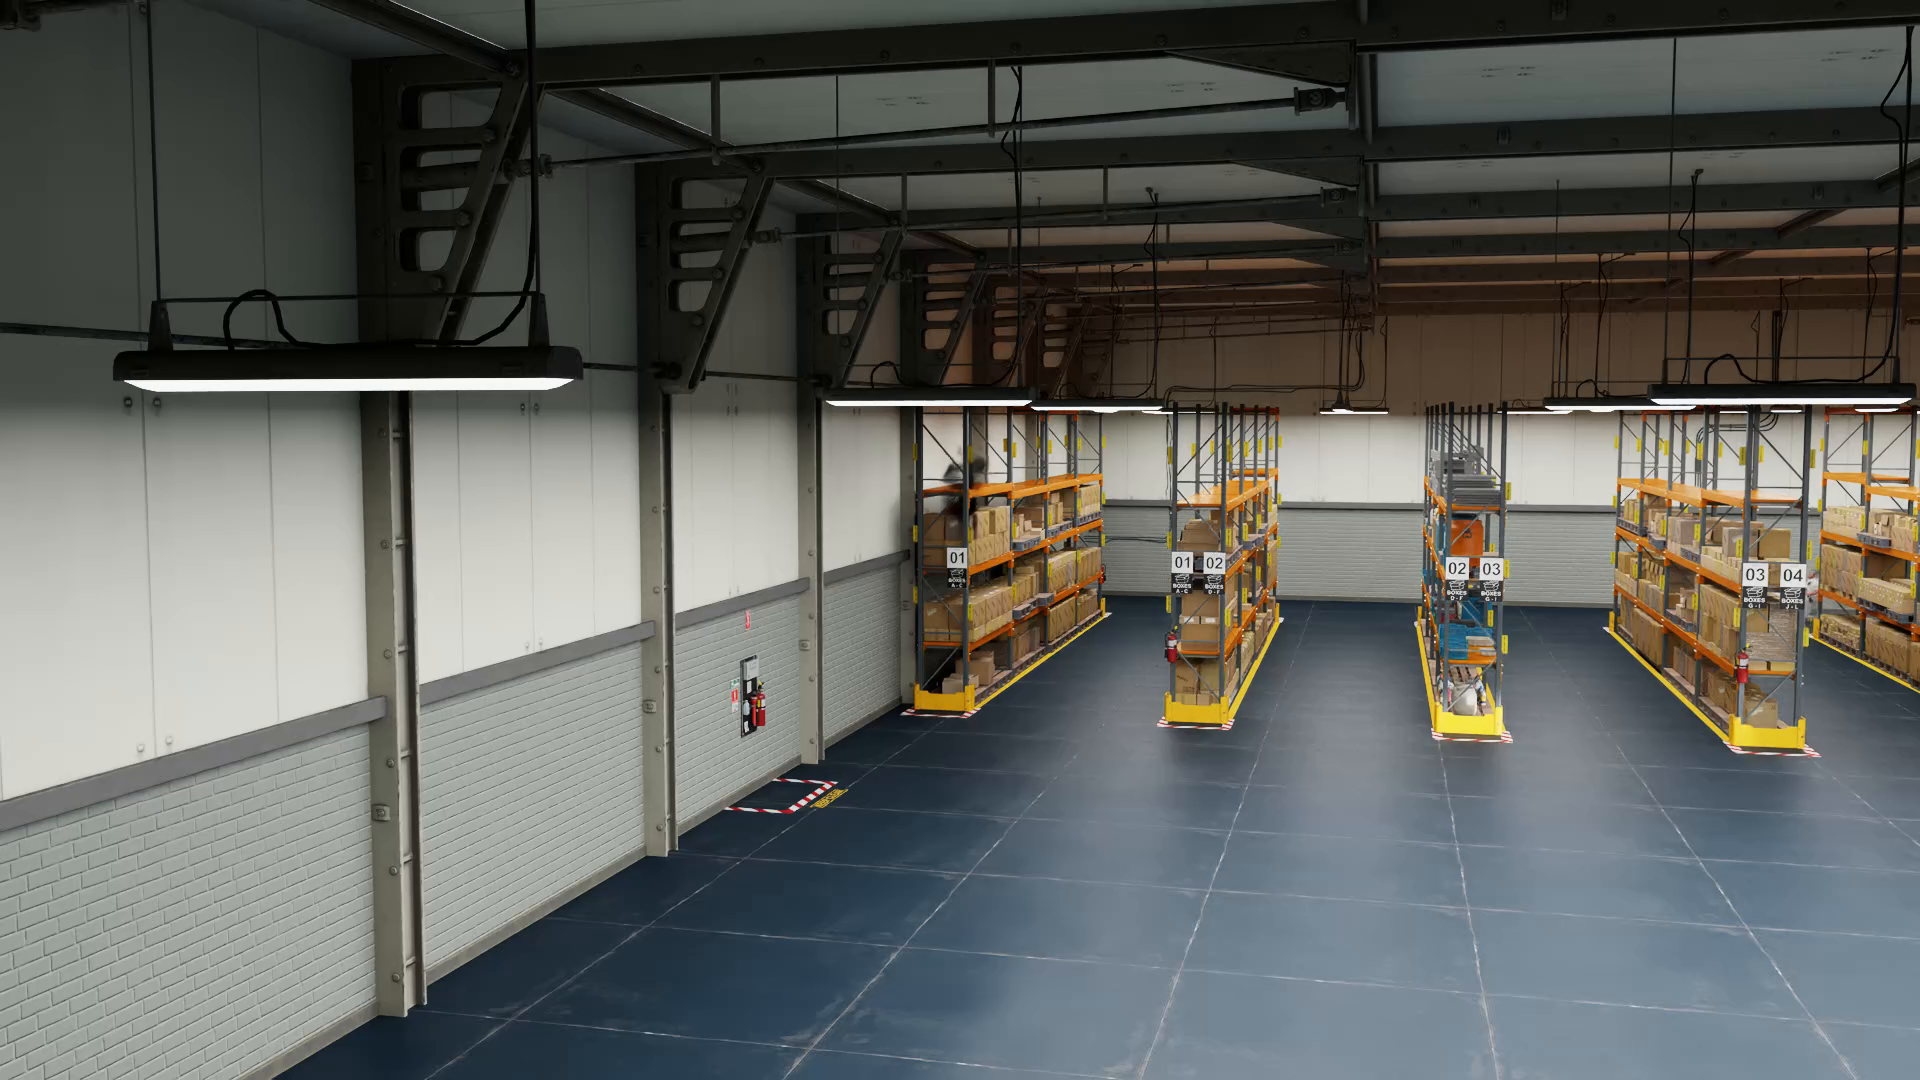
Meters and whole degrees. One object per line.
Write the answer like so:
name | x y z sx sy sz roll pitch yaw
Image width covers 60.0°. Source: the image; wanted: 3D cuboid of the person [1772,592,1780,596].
person | 20.697 1.801 42.180 0.701 1.625 0.492 2 5 22

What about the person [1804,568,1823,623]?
person | 22.459 1.607 44.058 0.732 1.740 0.724 0 4 5
